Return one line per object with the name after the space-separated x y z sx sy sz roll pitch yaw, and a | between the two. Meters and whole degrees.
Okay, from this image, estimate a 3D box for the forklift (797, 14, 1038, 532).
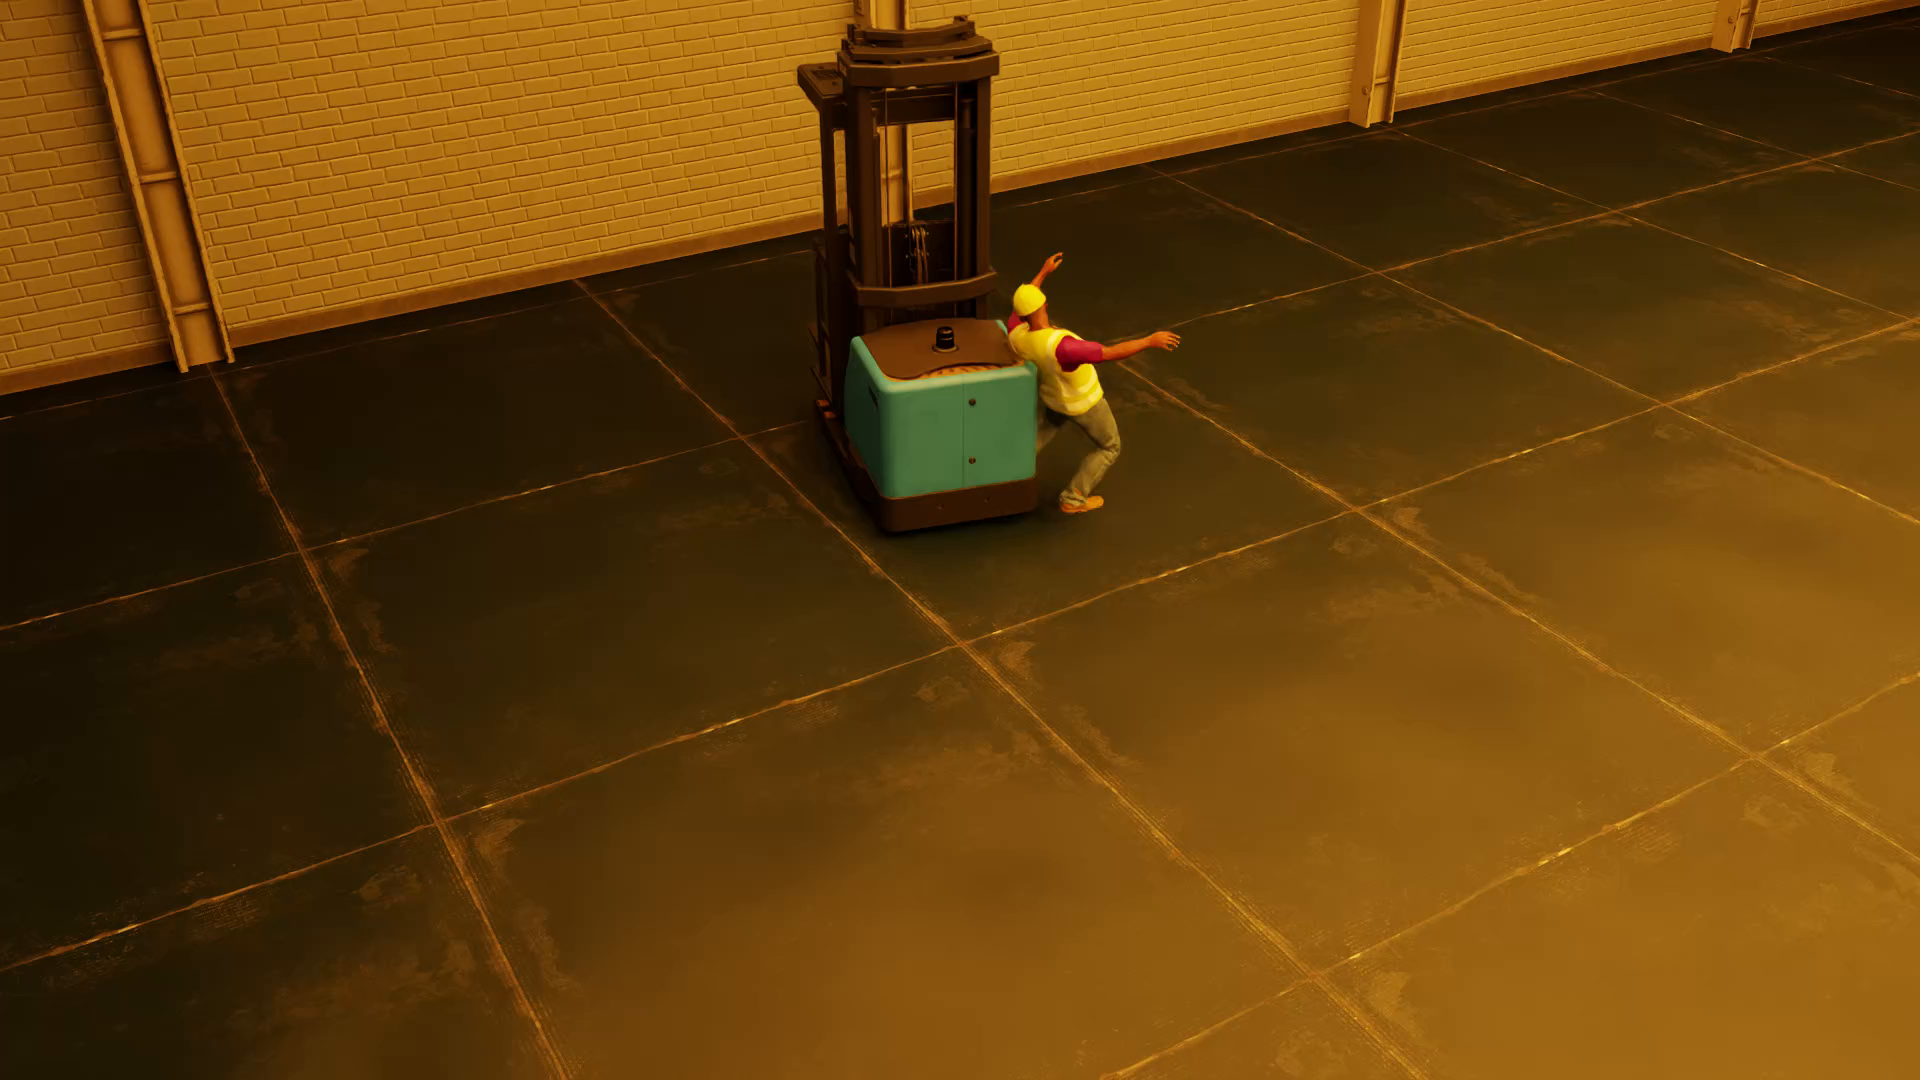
-0.416 -2.056 11.080 1.130 2.935 3.031 -9 32 -14 | forklift

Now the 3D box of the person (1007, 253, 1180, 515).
0.718 -0.877 10.500 0.734 1.582 1.120 -24 39 -34 | person
